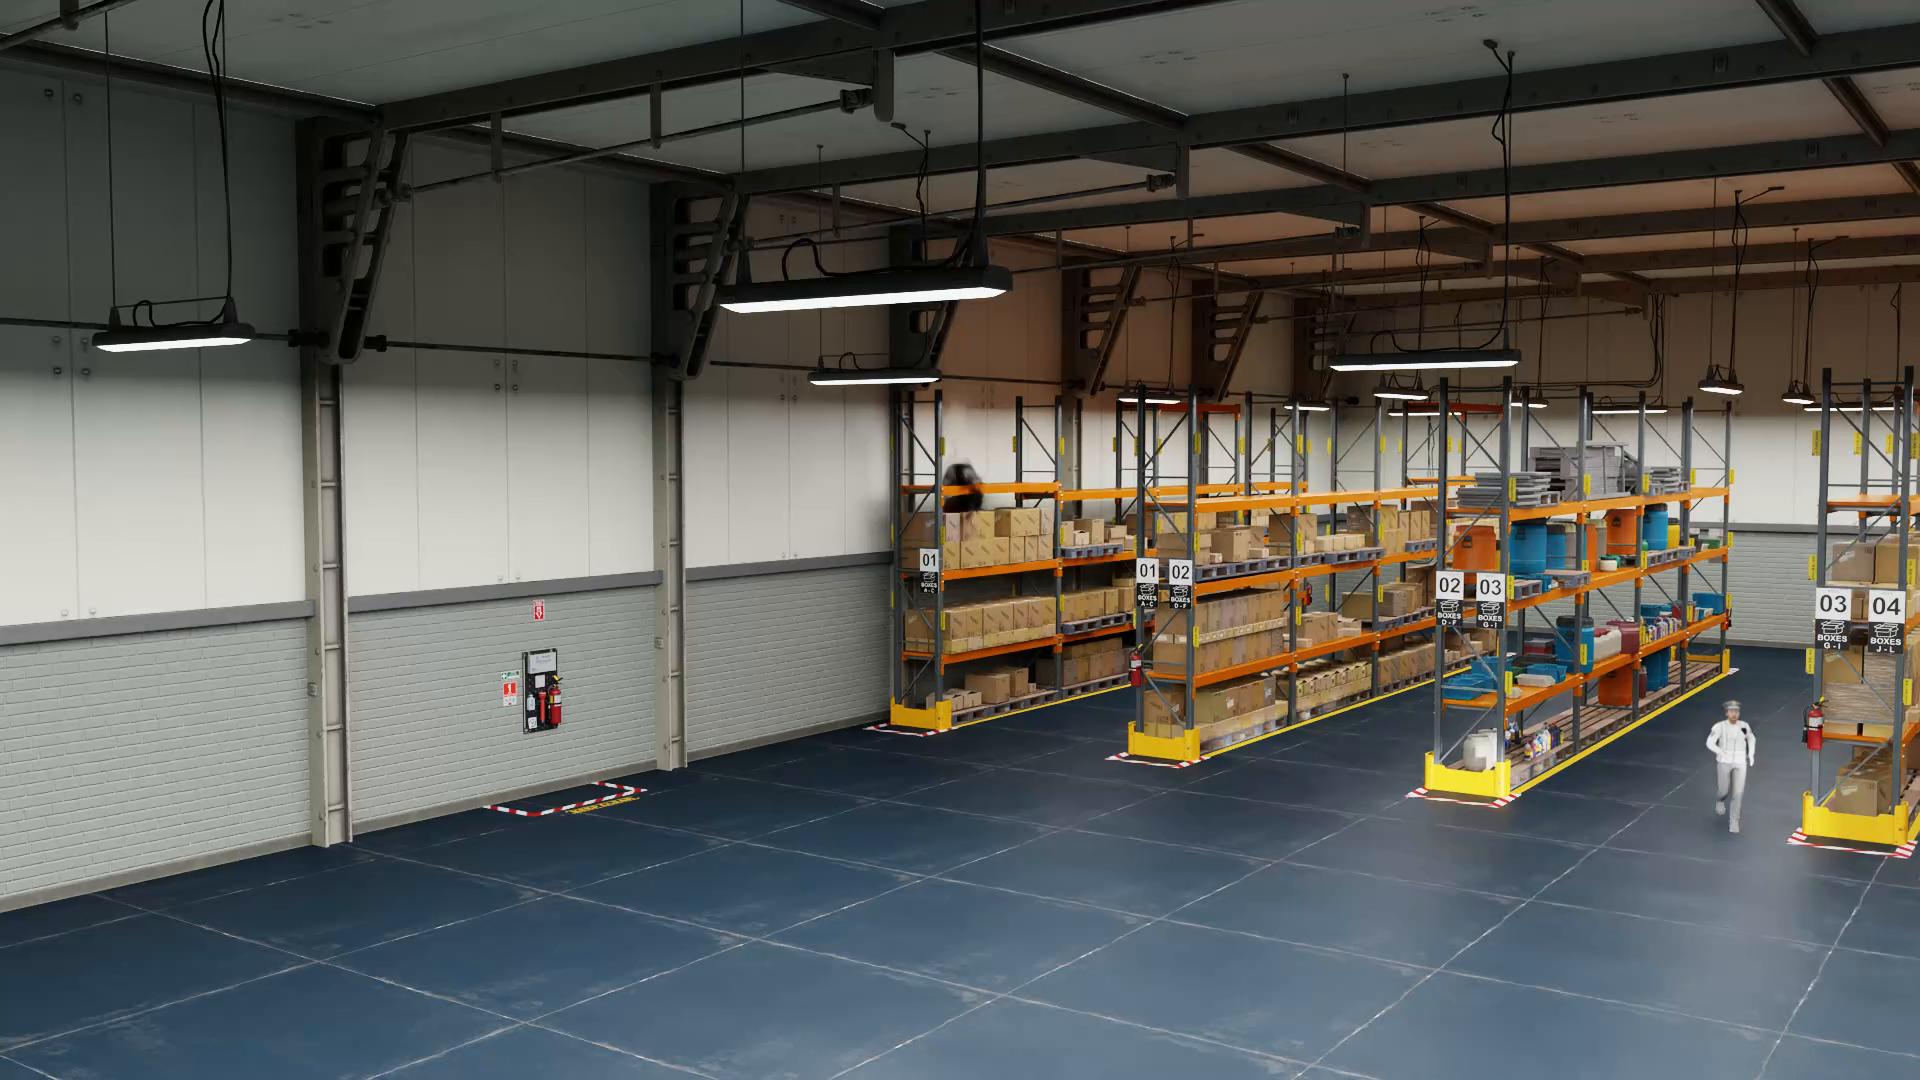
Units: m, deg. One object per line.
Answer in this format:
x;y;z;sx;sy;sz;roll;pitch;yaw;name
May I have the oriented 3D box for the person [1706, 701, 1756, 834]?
10.127;2.935;21.831;0.632;1.680;0.864;1;3;14;person
